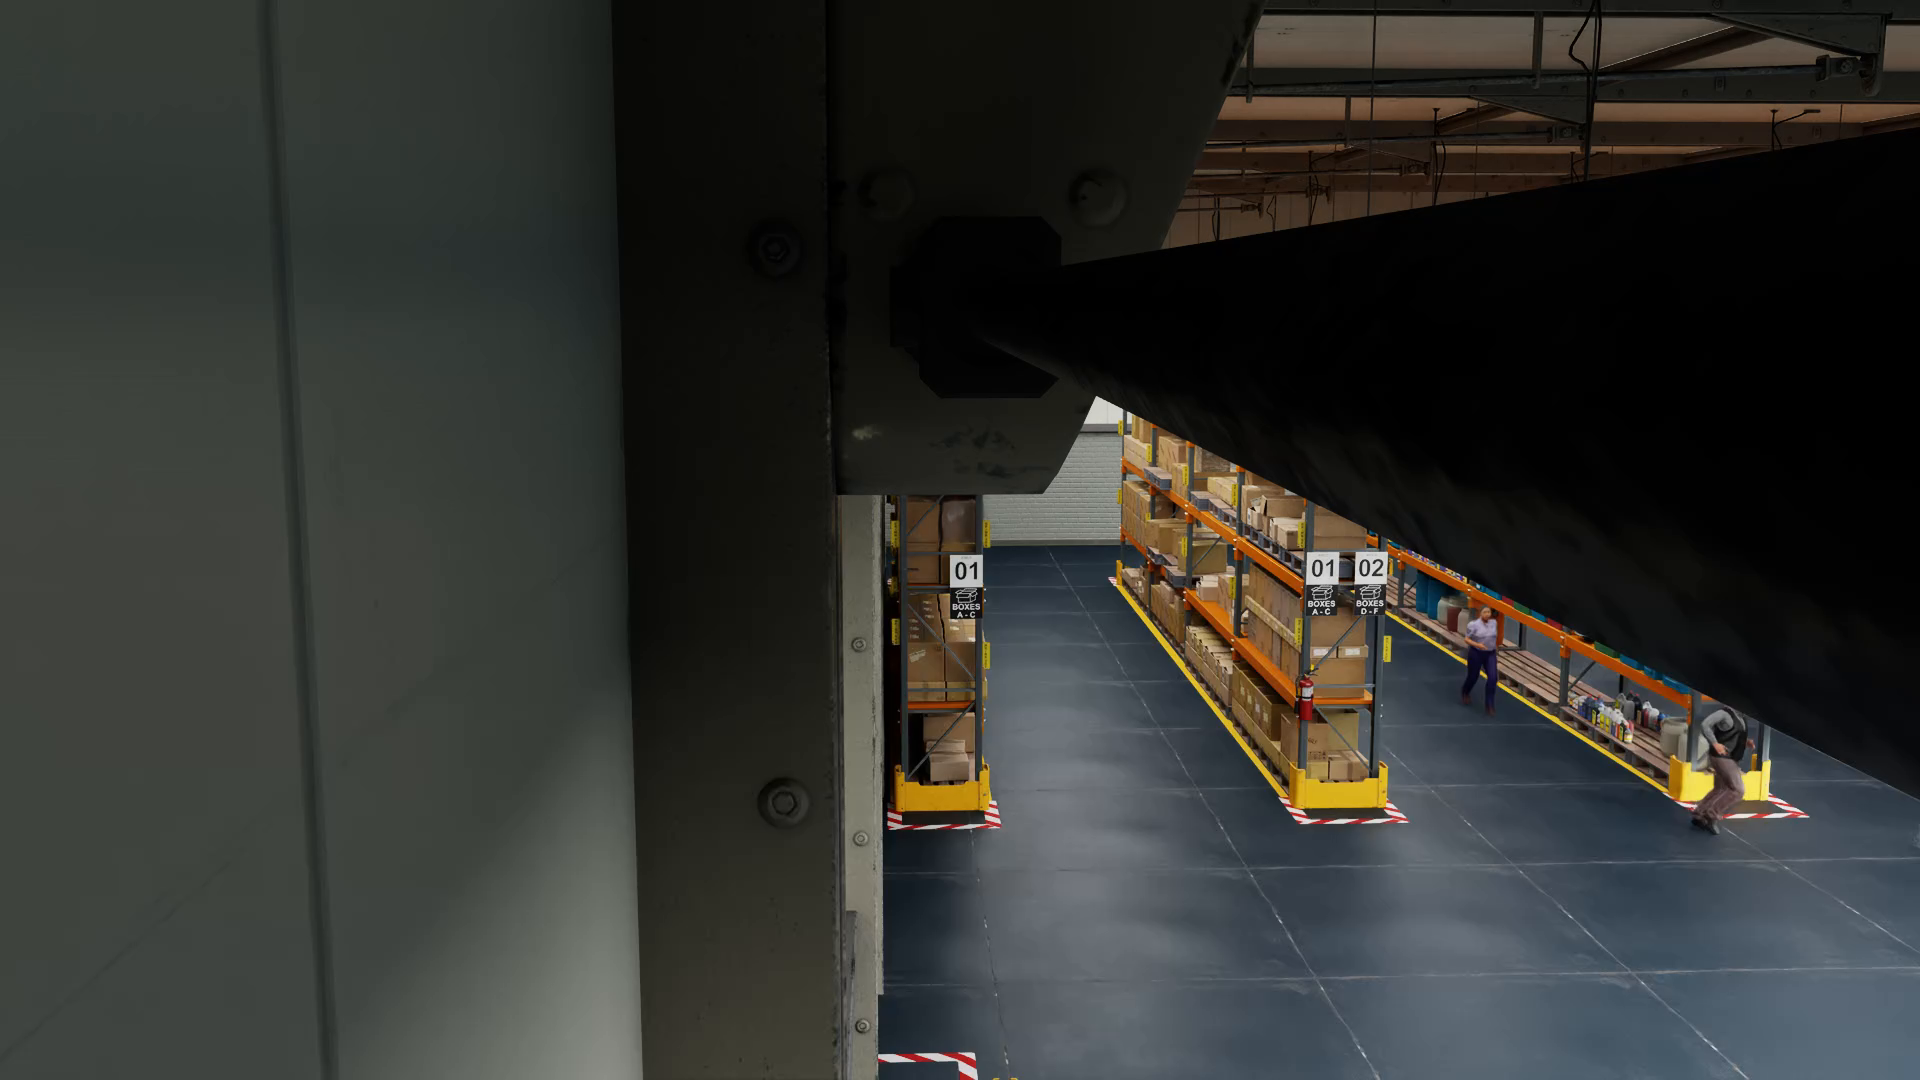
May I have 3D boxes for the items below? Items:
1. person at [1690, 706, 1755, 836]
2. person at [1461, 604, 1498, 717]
[{"bbox_3d":[9.074,2.610,19.710,0.630,1.705,0.687,7,11,40],"label":"person"},{"bbox_3d":[7.954,1.794,25.388,0.573,1.679,0.888,0,8,-1],"label":"person"}]
